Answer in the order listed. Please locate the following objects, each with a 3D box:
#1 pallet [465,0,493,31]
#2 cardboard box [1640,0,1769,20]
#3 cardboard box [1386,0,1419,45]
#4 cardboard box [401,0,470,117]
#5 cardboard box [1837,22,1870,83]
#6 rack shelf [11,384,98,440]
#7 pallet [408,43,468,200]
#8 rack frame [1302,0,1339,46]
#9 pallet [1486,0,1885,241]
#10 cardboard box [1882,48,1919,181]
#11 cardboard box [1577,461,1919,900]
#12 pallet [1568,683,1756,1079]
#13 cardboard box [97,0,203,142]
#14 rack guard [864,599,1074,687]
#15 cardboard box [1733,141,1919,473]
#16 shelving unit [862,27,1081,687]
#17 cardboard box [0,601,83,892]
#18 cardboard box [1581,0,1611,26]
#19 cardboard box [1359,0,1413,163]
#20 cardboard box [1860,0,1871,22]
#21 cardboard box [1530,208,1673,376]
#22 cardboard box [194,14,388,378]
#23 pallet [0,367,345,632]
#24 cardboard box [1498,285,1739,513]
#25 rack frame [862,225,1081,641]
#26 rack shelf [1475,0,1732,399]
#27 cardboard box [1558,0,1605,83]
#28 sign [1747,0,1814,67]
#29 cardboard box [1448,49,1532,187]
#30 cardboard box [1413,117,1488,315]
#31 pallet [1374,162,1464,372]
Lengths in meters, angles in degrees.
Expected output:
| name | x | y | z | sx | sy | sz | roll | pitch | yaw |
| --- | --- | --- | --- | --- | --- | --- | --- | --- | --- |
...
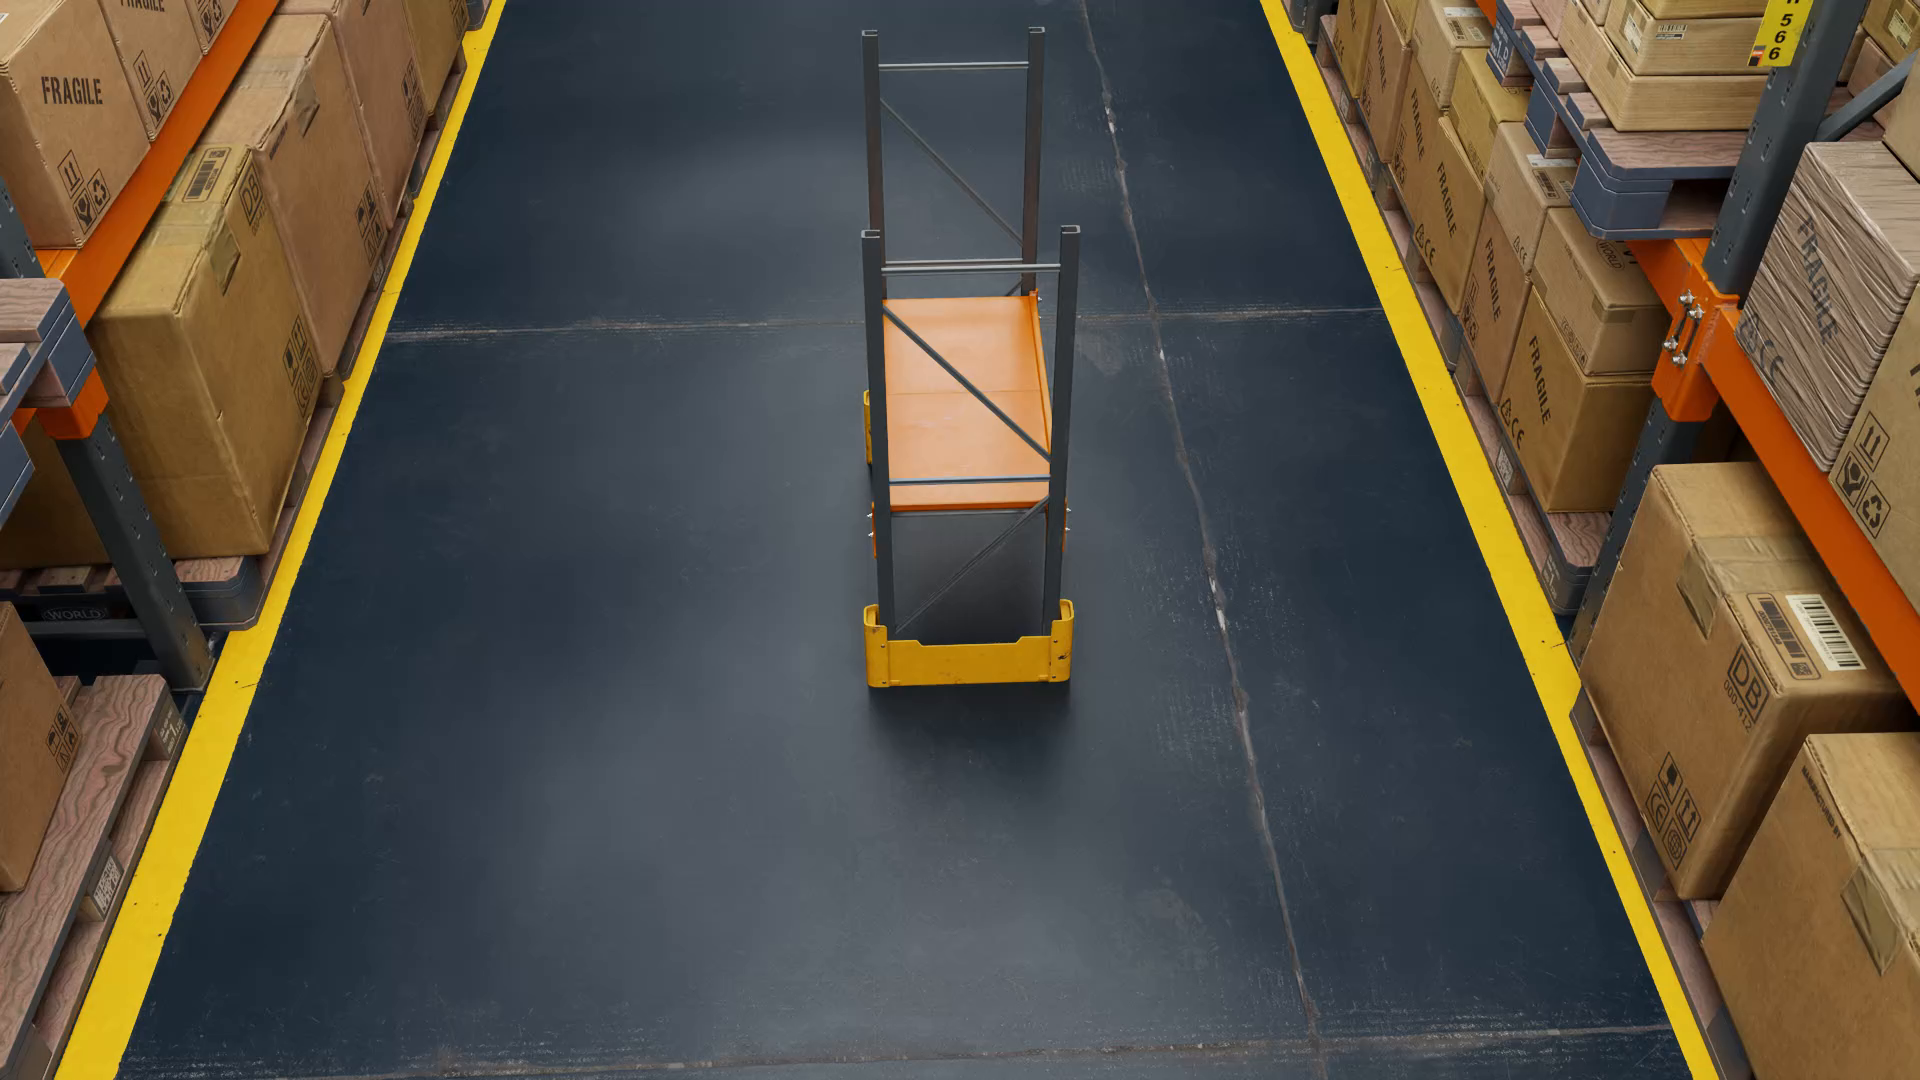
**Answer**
| name | x | y | z | sx | sy | sz | roll | pitch | yaw |
| --- | --- | --- | --- | --- | --- | --- | --- | --- | --- |
| pallet | -2.794 | -2.881 | 8.237 | 1.003 | 0.211 | 1.213 | -2 | 43 | -2 |
| cardboard box | 1.811 | -1.367 | 3.956 | 0.380 | 0.149 | 0.250 | -3 | 43 | -3 |
| cardboard box | 1.912 | -2.112 | 6.318 | 0.500 | 0.250 | 0.500 | -1 | 43 | -1 |
| cardboard box | -2.793 | -2.334 | 6.838 | 1.225 | 0.875 | 0.875 | -2 | 43 | -2 |
| cardboard box | 2.461 | -1.319 | 4.344 | 0.380 | 0.149 | 0.250 | 0 | 43 | 0 |
| rack shelf | -2.585 | 0.922 | 2.556 | 1.077 | 0.370 | 4.000 | -2 | 43 | -2 |
| pallet | -2.732 | -1.847 | 7.109 | 1.003 | 0.211 | 1.213 | -2 | 43 | -2 |
| rack frame | 2.120 | -3.468 | 6.813 | 1.000 | 3.000 | 0.127 | -2 | 43 | -2 |
| pallet | 2.153 | -1.175 | 4.454 | 1.213 | 0.211 | 1.003 | -2 | 43 | -2 |
| cardboard box | 2.299 | -0.869 | 3.165 | 0.700 | 0.500 | 0.500 | -2 | 43 | -2 |
| cardboard box | 2.226 | 0.321 | 4.034 | 1.050 | 0.750 | 0.750 | -2 | 43 | -2 |
| pallet | 2.248 | 0.795 | 4.226 | 1.003 | 0.211 | 1.213 | -2 | 43 | -2 |
| cardboard box | -2.443 | -1.414 | 4.499 | 0.500 | 0.500 | 0.500 | -3 | 43 | -3 |
| rack guard | 0.024 | 0.296 | 4.743 | 0.587 | 0.250 | 0.087 | -2 | 43 | -2 |
| cardboard box | 2.039 | -0.493 | 3.494 | 0.500 | 0.500 | 0.500 | -1 | 43 | -1 |
| shelving unit | 0.003 | -0.501 | 4.687 | 0.587 | 1.500 | 1.083 | -2 | 43 | -2 |
| cardboard box | -2.622 | 0.518 | 3.990 | 0.700 | 0.500 | 0.500 | -4 | 43 | -4 |
| cardboard box | 1.801 | -1.440 | 4.256 | 0.380 | 0.149 | 0.250 | 0 | 43 | 0 |
| cardboard box | 1.910 | -1.837 | 6.574 | 0.500 | 0.500 | 0.500 | 0 | 43 | 0 |
| cardboard box | 2.456 | -1.454 | 4.272 | 0.380 | 0.149 | 0.250 | 0 | 43 | 0 |
| cardboard box | 1.999 | -0.731 | 4.812 | 0.500 | 0.250 | 0.500 | -3 | 43 | -3 |
| cardboard box | -2.709 | -1.133 | 5.528 | 1.225 | 0.875 | 0.875 | -2 | 43 | -2 |
| pallet | -2.628 | -0.200 | 5.312 | 1.003 | 0.211 | 1.213 | -2 | 43 | -2 |
| cardboard box | 2.000 | -0.437 | 5.046 | 0.500 | 0.500 | 0.500 | -2 | 43 | -2 |
| rack frame | 0.025 | -0.152 | 4.306 | 0.500 | 1.500 | 0.032 | -2 | 43 | -2 |
| rack shelf | 2.205 | -1.852 | 5.583 | 1.077 | 0.370 | 4.000 | -2 | 43 | -2 |
| cardboard box | 1.801 | -1.317 | 4.342 | 0.380 | 0.149 | 0.250 | -2 | 43 | -2 |
| sign | 1.748 | -1.143 | 3.479 | 0.100 | 0.325 | 0.005 | -2 | 43 | -2 |
| cardboard box | 1.960 | -1.415 | 5.559 | 0.500 | 0.250 | 0.500 | -1 | 43 | -1 |
| cardboard box | 1.943 | -1.145 | 5.818 | 0.500 | 0.500 | 0.500 | -3 | 43 | -4 |
| pallet | 2.209 | -1.089 | 6.281 | 1.003 | 0.211 | 1.213 | -2 | 43 | -2 |
